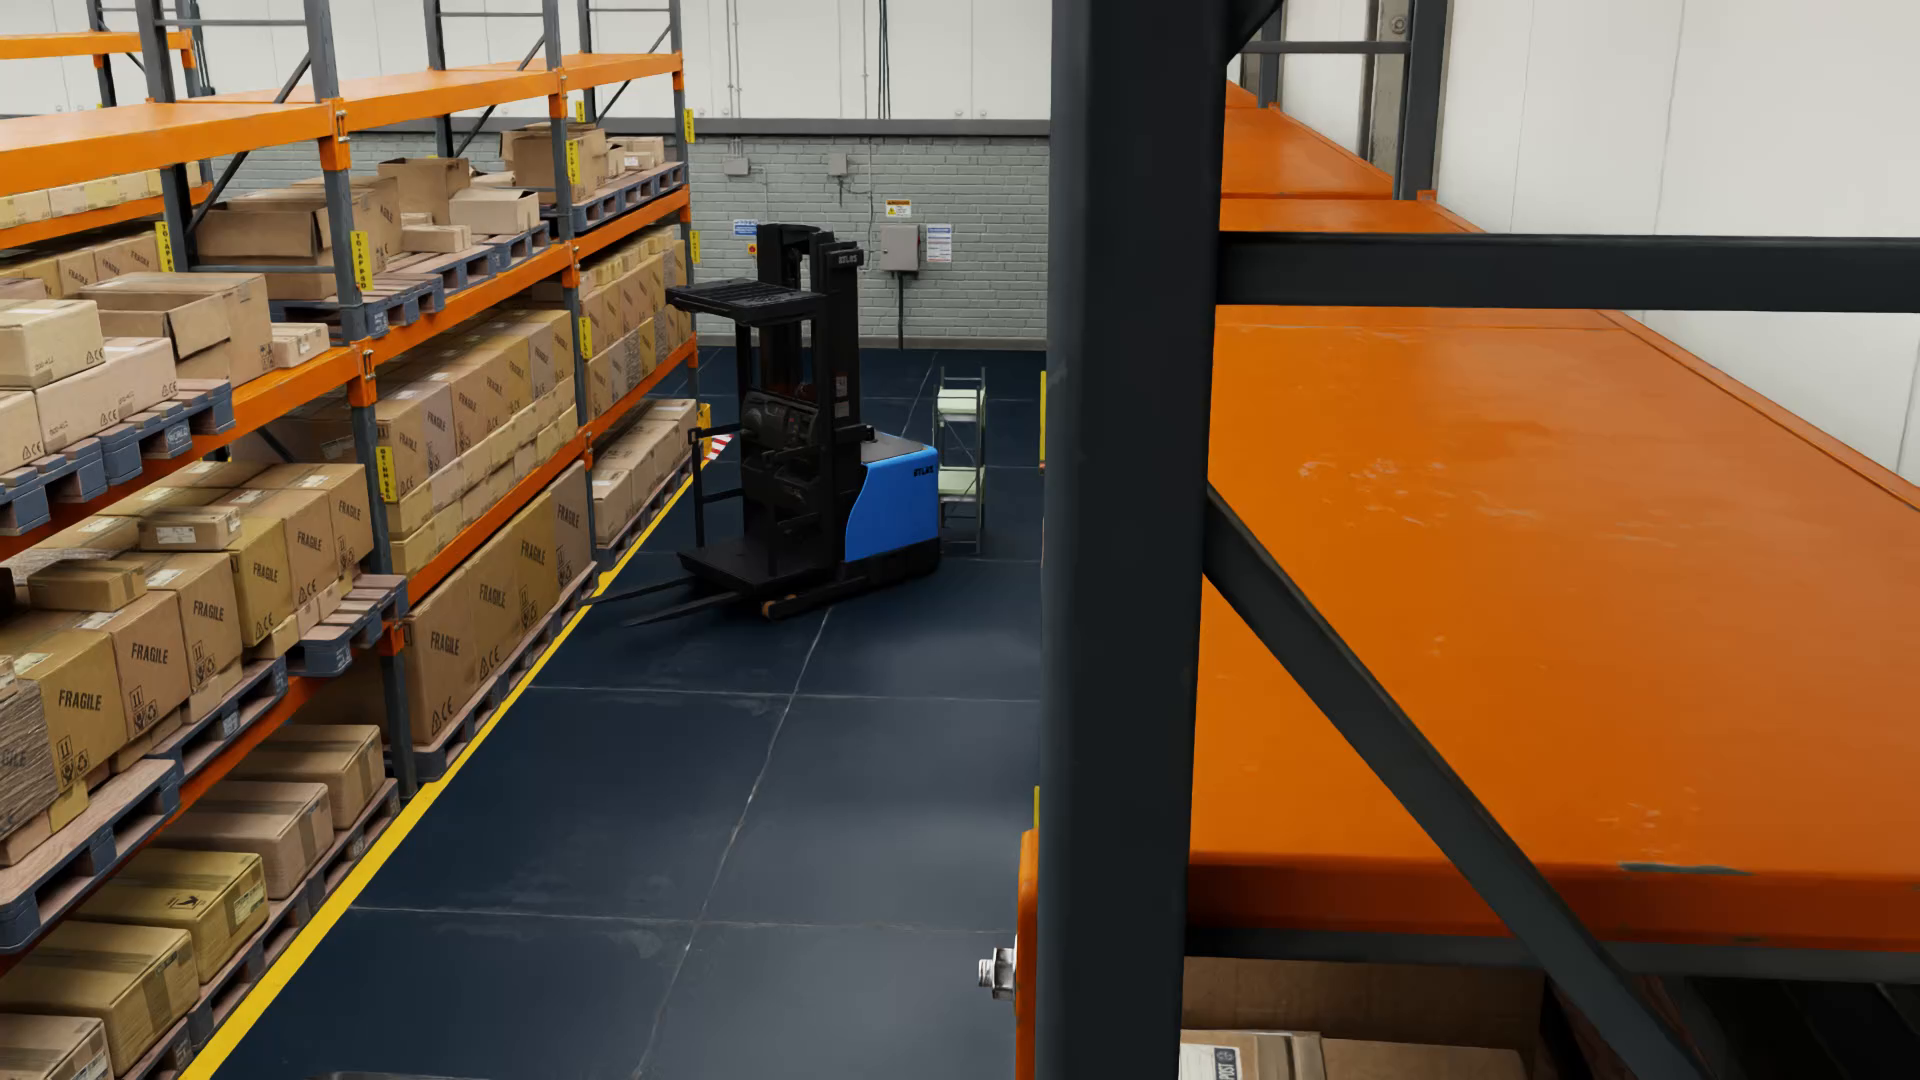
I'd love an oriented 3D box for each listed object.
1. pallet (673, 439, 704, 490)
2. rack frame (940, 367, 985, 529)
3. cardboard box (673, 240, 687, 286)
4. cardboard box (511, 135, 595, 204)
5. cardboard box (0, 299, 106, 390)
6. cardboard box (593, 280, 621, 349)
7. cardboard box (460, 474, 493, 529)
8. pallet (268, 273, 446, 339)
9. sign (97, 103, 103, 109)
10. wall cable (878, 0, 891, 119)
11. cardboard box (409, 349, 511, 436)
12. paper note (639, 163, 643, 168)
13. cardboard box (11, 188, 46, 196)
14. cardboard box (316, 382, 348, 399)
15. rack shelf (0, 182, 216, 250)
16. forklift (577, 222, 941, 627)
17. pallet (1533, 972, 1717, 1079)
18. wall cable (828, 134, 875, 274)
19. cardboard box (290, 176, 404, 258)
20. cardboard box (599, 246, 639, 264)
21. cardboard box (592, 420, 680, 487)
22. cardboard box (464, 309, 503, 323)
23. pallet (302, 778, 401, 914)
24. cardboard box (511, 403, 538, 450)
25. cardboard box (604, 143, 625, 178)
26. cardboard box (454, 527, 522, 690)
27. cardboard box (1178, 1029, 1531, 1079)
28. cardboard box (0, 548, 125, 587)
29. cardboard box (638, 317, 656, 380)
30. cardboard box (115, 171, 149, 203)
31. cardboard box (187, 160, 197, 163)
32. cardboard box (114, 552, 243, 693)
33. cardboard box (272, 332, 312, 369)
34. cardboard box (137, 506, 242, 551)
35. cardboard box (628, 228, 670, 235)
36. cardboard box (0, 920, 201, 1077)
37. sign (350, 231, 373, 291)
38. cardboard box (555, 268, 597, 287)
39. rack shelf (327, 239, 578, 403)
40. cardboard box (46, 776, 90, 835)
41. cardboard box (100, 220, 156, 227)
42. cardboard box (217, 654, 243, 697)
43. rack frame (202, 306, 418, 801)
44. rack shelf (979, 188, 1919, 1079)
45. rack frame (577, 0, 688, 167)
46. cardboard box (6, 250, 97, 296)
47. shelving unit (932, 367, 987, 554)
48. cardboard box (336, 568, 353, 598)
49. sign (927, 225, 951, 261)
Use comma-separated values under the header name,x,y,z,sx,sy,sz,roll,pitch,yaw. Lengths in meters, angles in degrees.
name,x,y,z,sx,sy,sz,roll,pitch,yaw
pallet,-3.236,-0.783,16.974,1.003,0.211,1.213,1,18,4
rack frame,0.026,-0.824,15.030,0.400,1.500,0.023,1,18,4
cardboard box,-3.054,-2.726,16.658,0.500,0.500,0.500,2,18,6
cardboard box,-3.292,-3.014,13.491,0.500,0.500,0.500,2,18,5
cardboard box,-3.650,-0.750,6.341,0.500,0.250,0.500,1,18,3
cardboard box,-3.225,-1.938,14.253,0.500,0.500,0.500,1,18,3
cardboard box,-3.482,-0.271,11.175,0.500,0.250,0.500,2,18,6
pallet,-3.837,-1.410,9.896,1.213,0.211,1.003,2,18,6
sign,-8.743,-4.290,16.978,0.100,0.325,0.005,1,18,4
wall cable,0.396,-6.908,21.494,2.988,3.039,0.133,1,18,4
cardboard box,-3.433,-1.015,11.438,0.500,0.500,0.500,2,18,5
paper note,-2.827,-3.320,14.739,0.006,0.032,0.123,1,18,4
cardboard box,-8.174,-3.086,14.143,0.500,0.250,0.500,1,18,4
cardboard box,-4.026,-0.722,10.544,0.500,0.500,0.500,2,18,5
rack shelf,-8.345,-2.900,15.293,1.077,0.370,4.000,1,18,4
forklift,-1.591,-0.937,13.076,3.031,2.935,1.130,-16,24,-40
pallet,0.709,0.738,3.177,1.003,0.211,1.213,1,18,4
wall cable,-1.460,-4.565,22.405,0.588,1.984,0.122,1,18,4
cardboard box,-3.993,-2.100,10.862,0.500,0.500,0.500,1,18,4
cardboard box,-3.157,-2.595,15.216,0.380,0.149,0.250,2,18,6
cardboard box,-3.262,-0.849,16.136,0.875,0.438,0.875,2,18,5
cardboard box,-3.862,-1.508,12.943,0.500,0.500,0.500,1,18,5
pallet,-3.888,1.694,9.414,1.003,0.211,1.213,1,18,4
cardboard box,-3.392,-0.823,12.057,0.500,0.250,0.500,2,18,5
cardboard box,-3.414,-3.525,15.353,0.500,0.311,0.500,2,18,5
cardboard box,-3.630,0.447,11.480,0.875,0.875,0.875,2,18,5
cardboard box,0.336,0.858,1.675,0.500,0.500,0.500,2,18,6
cardboard box,-4.199,0.355,7.710,0.500,0.500,0.500,1,18,2
cardboard box,-3.130,-1.774,15.359,0.500,0.500,0.500,2,18,6
cardboard box,-8.048,-3.332,15.698,0.500,0.250,0.500,2,18,6
cardboard box,-7.981,-3.880,16.569,0.500,0.250,0.500,1,18,2
cardboard box,-3.687,0.372,7.656,0.500,0.500,0.500,1,18,2
cardboard box,-3.653,-1.000,8.743,0.380,0.149,0.250,1,18,4
cardboard box,-3.666,-0.056,7.922,0.380,0.149,0.250,0,18,1
cardboard box,-3.077,-2.994,16.434,0.380,0.149,0.250,2,18,5
cardboard box,-4.034,2.032,7.451,0.950,0.372,0.625,2,18,7
sign,-3.289,-1.532,9.134,0.100,0.325,0.005,1,18,4
cardboard box,-3.283,-2.199,14.010,0.380,0.149,0.250,1,18,3
rack shelf,-3.687,-1.578,11.261,1.077,0.370,4.000,1,18,4
cardboard box,-3.736,1.047,6.641,0.380,0.149,0.250,2,18,5
cardboard box,-8.498,-2.968,16.919,0.500,0.500,0.500,1,18,4
cardboard box,-3.651,0.636,7.893,0.380,0.149,0.250,1,18,2
rack frame,-3.830,0.126,9.720,1.000,3.000,0.127,1,18,4
rack shelf,0.691,-0.219,2.939,1.077,0.370,4.000,1,18,4
rack frame,-3.257,-5.209,16.369,1.000,3.000,0.127,1,18,4
cardboard box,-8.124,-2.311,14.914,0.500,0.500,0.500,2,18,5
shelving unit,0.000,-0.711,14.683,0.431,1.500,0.755,1,18,4
cardboard box,-3.566,0.238,9.108,0.380,0.149,0.250,2,18,5
sign,-0.284,-4.026,22.545,0.329,0.494,0.001,1,18,4
